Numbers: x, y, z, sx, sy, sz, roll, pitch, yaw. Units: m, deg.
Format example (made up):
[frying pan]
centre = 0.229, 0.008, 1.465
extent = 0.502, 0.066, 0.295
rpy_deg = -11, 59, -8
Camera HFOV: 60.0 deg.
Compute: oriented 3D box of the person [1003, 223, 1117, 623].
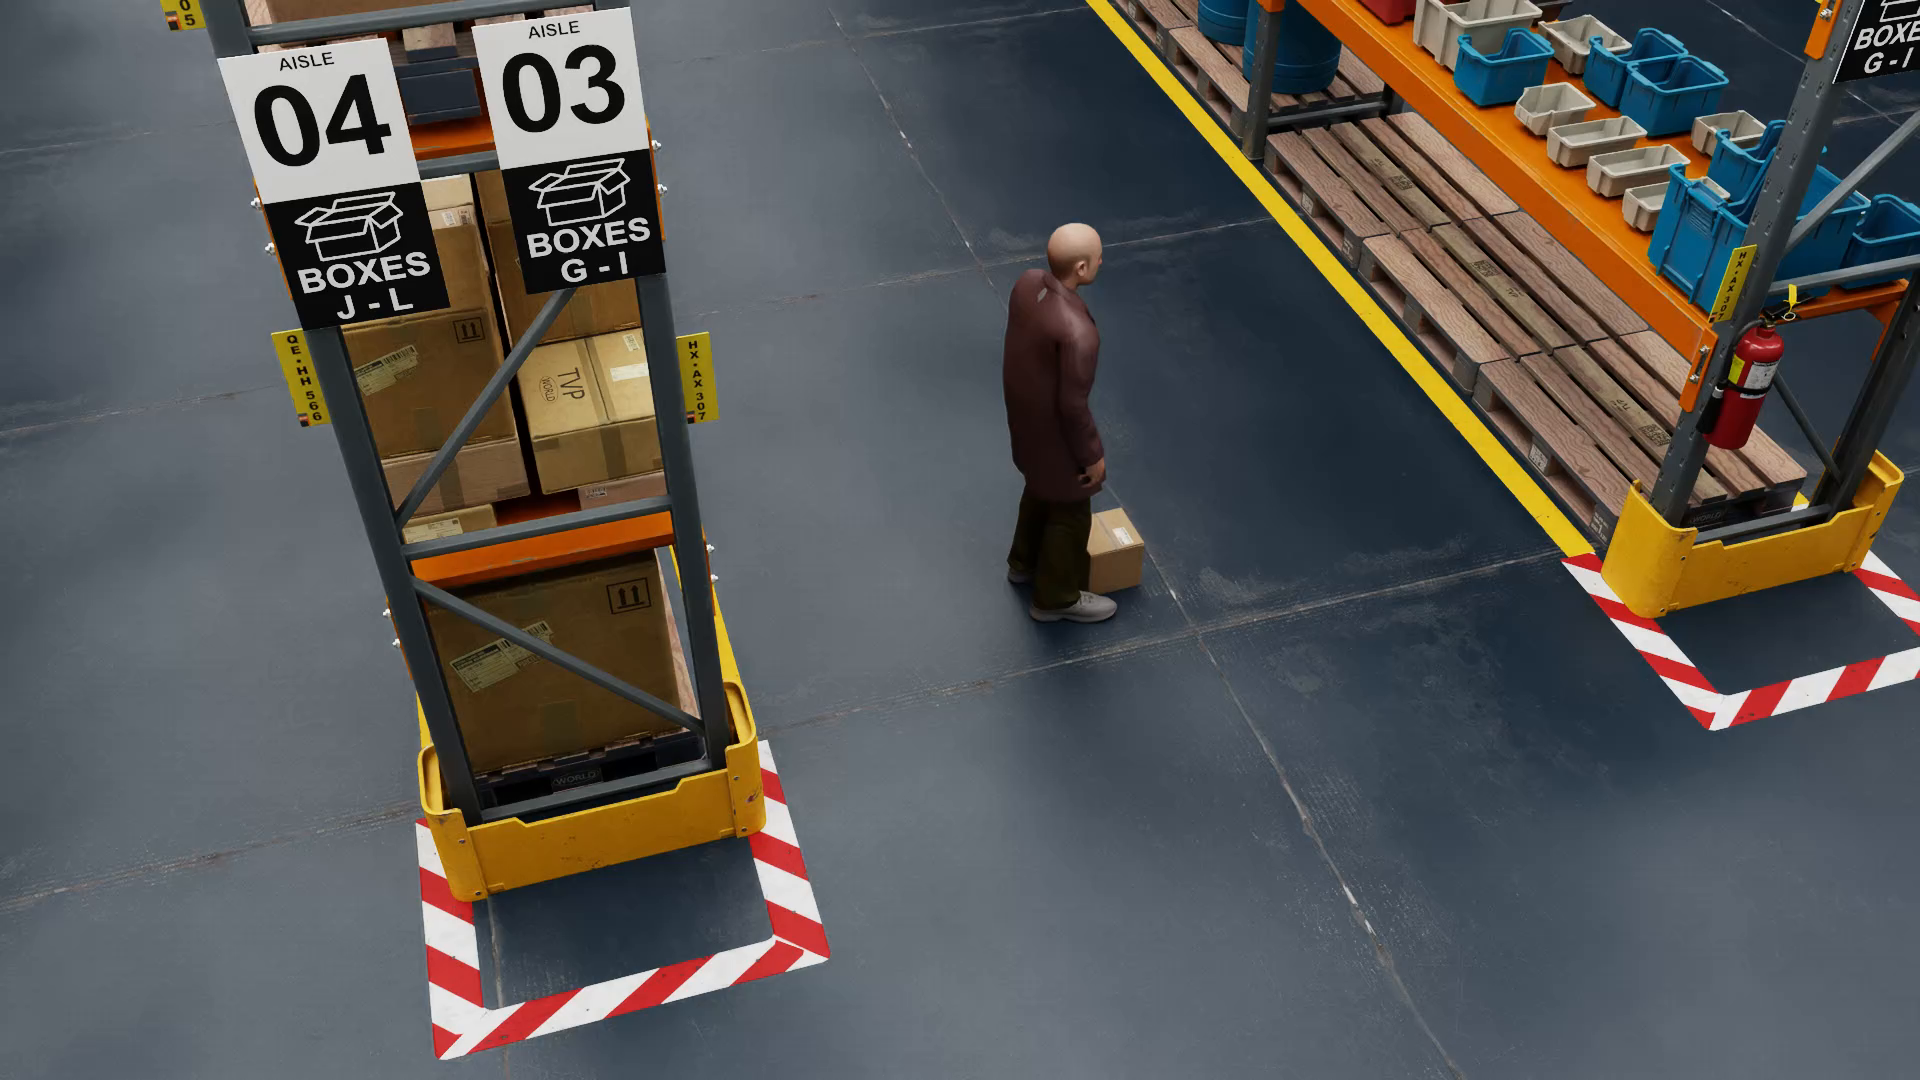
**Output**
[person]
centre = 0.391, -0.473, 6.702
extent = 0.422, 1.774, 0.654
rpy_deg = -14, 44, -15
